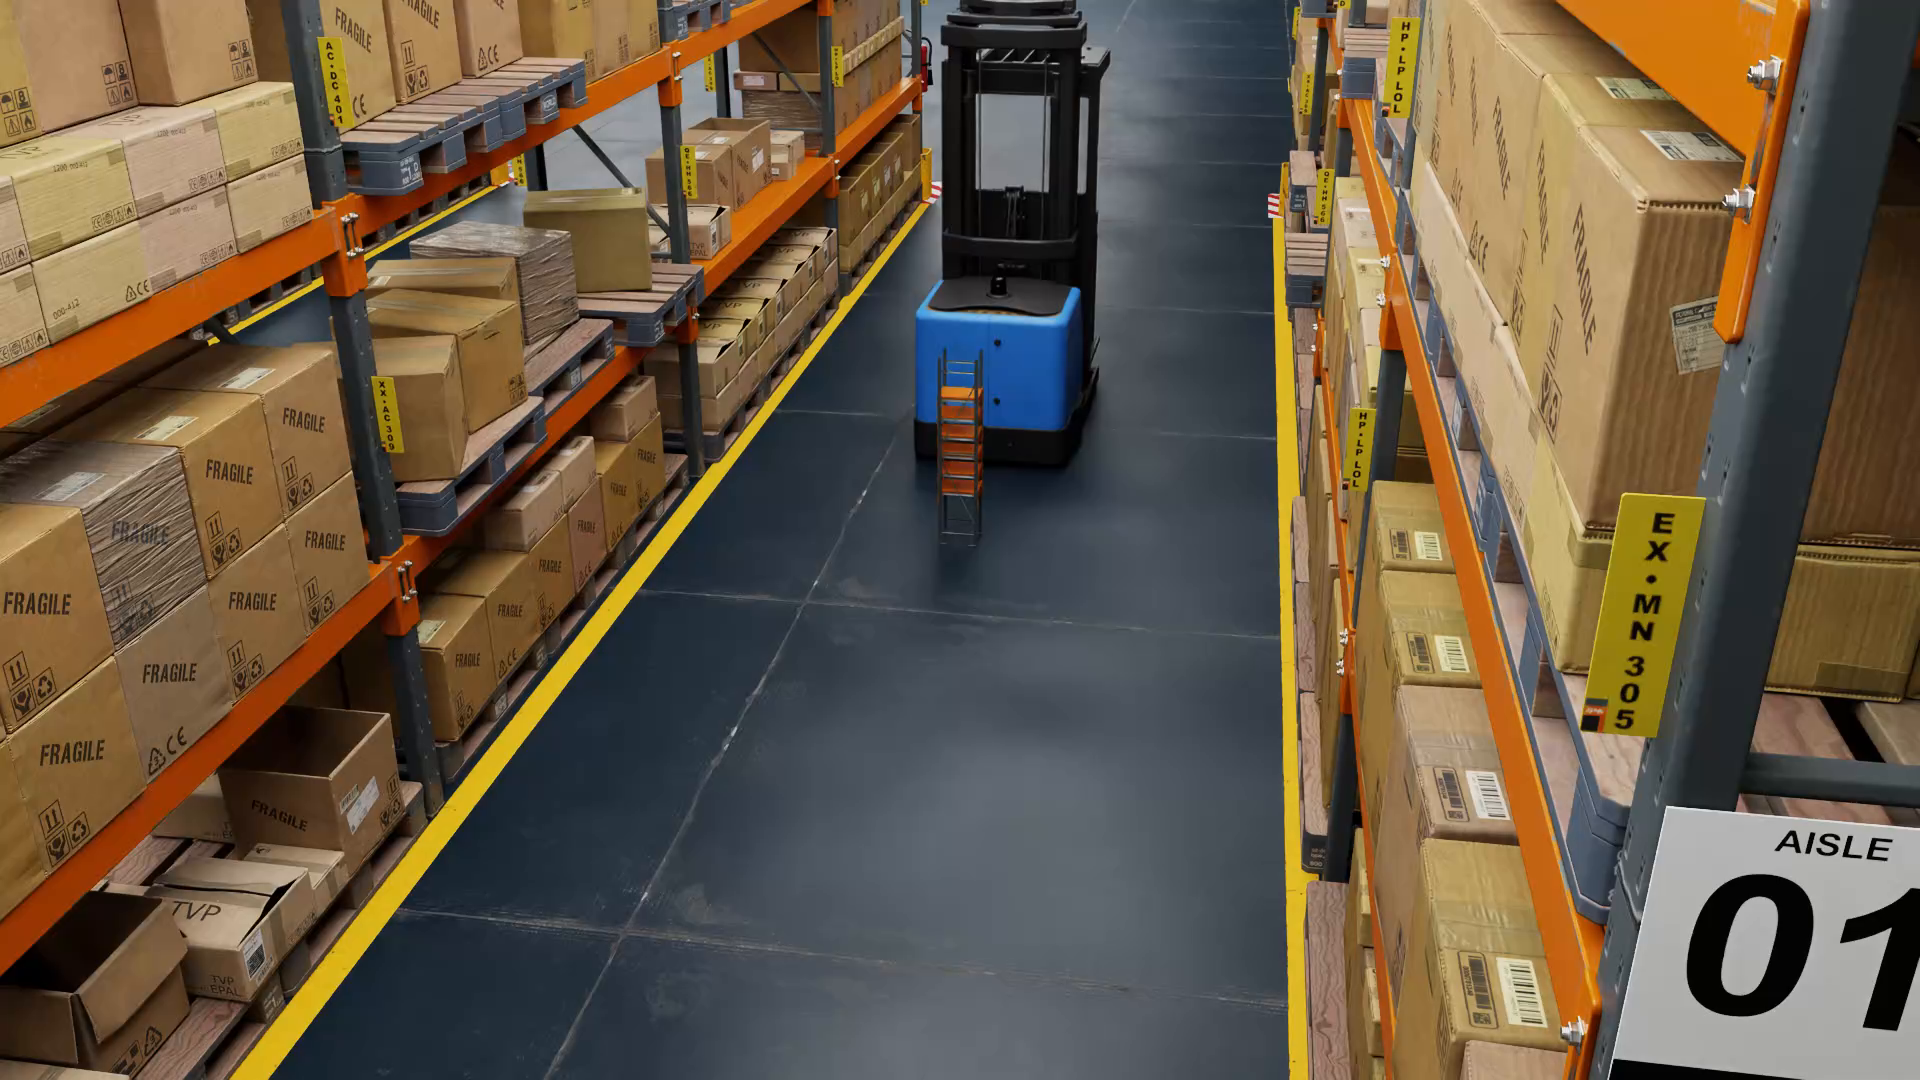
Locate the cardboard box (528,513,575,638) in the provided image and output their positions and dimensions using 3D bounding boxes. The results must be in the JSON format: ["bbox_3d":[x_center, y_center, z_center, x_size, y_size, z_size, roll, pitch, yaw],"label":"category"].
[{"bbox_3d":[-2.388,0.164,8.792,0.500,0.500,0.500,4,25,9],"label":"cardboard box"}]

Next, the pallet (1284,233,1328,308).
[{"bbox_3d":[2.681,-1.701,10.573,1.213,0.211,1.003,4,25,9],"label":"pallet"}]

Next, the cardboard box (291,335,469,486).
[{"bbox_3d":[-2.574,-0.570,7.315,0.700,0.500,0.500,-4,25,-9],"label":"cardboard box"}]

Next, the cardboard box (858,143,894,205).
[{"bbox_3d":[-0.937,-3.582,16.227,0.500,0.500,0.500,4,25,9],"label":"cardboard box"}]

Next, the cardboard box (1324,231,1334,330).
[{"bbox_3d":[2.337,-1.486,9.395,0.500,0.500,0.500,5,26,10],"label":"cardboard box"}]

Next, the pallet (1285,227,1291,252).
[{"bbox_3d":[3.595,-2.688,15.743,1.003,0.211,1.213,4,25,9],"label":"pallet"}]

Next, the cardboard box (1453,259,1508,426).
[{"bbox_3d":[1.384,-0.423,3.642,0.500,0.250,0.500,3,25,7],"label":"cardboard box"}]

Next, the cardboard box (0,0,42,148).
[{"bbox_3d":[-3.211,-1.393,4.853,0.700,0.500,0.500,4,25,9],"label":"cardboard box"}]

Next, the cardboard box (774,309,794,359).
[{"bbox_3d":[-1.599,-1.611,12.901,0.500,0.250,0.500,5,25,10],"label":"cardboard box"}]

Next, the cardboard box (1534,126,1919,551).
[{"bbox_3d":[1.212,-0.328,2.553,0.500,0.500,0.500,4,25,8],"label":"cardboard box"}]

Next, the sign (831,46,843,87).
[{"bbox_3d":[-1.028,-3.952,13.883,0.100,0.325,0.005,4,25,9],"label":"sign"}]

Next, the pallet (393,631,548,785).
[{"bbox_3d":[-2.777,0.769,8.359,1.003,0.211,1.213,4,25,9],"label":"pallet"}]

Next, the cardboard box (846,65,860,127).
[{"bbox_3d":[-1.333,-4.159,15.480,0.700,0.500,0.500,4,25,9],"label":"cardboard box"}]

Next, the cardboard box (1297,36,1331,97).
[{"bbox_3d":[3.348,-4.292,15.150,0.500,0.500,0.500,5,26,10],"label":"cardboard box"}]

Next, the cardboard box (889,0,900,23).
[{"bbox_3d":[-1.009,-5.587,16.999,0.700,0.500,0.500,4,25,9],"label":"cardboard box"}]

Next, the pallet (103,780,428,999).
[{"bbox_3d":[-2.985,1.399,7.013,1.003,0.211,1.213,4,25,9],"label":"pallet"}]

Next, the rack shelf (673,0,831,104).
[{"bbox_3d":[-1.892,-3.694,11.913,1.077,0.370,4.000,4,25,9],"label":"rack shelf"}]

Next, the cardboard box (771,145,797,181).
[{"bbox_3d":[-1.527,-3.056,13.399,0.396,0.266,0.258,3,25,7],"label":"cardboard box"}]

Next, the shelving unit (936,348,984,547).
[{"bbox_3d":[0.002,-0.549,10.009,0.258,1.200,0.189,4,25,9],"label":"shelving unit"}]

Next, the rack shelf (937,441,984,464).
[{"bbox_3d":[0.002,-0.509,10.027,0.258,0.103,0.180,4,25,9],"label":"rack shelf"}]

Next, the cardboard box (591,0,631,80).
[{"bbox_3d":[-2.340,-2.830,9.102,0.910,0.500,0.500,4,25,9],"label":"cardboard box"}]

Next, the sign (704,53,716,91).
[{"bbox_3d":[-2.113,-3.963,14.064,0.100,0.325,0.005,4,25,9],"label":"sign"}]

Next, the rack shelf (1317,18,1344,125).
[{"bbox_3d":[2.996,-3.352,11.183,1.077,0.370,4.000,4,25,9],"label":"rack shelf"}]

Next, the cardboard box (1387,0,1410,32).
[{"bbox_3d":[2.648,-2.883,8.696,0.700,0.500,0.500,2,25,4],"label":"cardboard box"}]

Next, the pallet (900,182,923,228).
[{"bbox_3d":[-0.995,-3.585,17.659,1.003,0.211,1.213,4,25,9],"label":"pallet"}]

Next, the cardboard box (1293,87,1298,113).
[{"bbox_3d":[3.424,-4.157,15.746,0.500,0.250,0.500,4,25,8],"label":"cardboard box"}]

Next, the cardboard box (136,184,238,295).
[{"bbox_3d":[-2.782,-1.012,5.512,0.500,0.250,0.500,4,25,9],"label":"cardboard box"}]

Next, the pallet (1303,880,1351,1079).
[{"bbox_3d":[1.814,1.766,6.229,1.003,0.211,1.213,4,25,9],"label":"pallet"}]

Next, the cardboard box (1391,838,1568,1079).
[{"bbox_3d":[1.543,1.208,3.777,0.980,0.700,0.700,4,25,8],"label":"cardboard box"}]

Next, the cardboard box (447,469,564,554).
[{"bbox_3d":[-2.389,-0.162,8.603,0.500,0.250,0.500,4,25,9],"label":"cardboard box"}]

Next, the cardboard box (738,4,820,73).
[{"bbox_3d":[-1.499,-4.316,14.285,0.700,0.500,0.500,4,25,9],"label":"cardboard box"}]

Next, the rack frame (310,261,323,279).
[{"bbox_3d":[-6.451,-3.842,14.920,1.000,3.000,0.127,4,25,9],"label":"rack frame"}]

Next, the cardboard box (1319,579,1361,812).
[{"bbox_3d":[1.993,0.693,7.272,0.750,0.750,0.750,4,25,9],"label":"cardboard box"}]

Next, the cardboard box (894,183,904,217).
[{"bbox_3d":[-0.857,-3.451,16.833,0.500,0.250,0.500,4,25,9],"label":"cardboard box"}]

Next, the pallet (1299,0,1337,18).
[{"bbox_3d":[2.950,-3.744,11.395,1.213,0.211,1.003,4,25,9],"label":"pallet"}]

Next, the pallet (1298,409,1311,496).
[{"bbox_3d":[2.798,-0.547,11.169,1.003,0.211,1.213,4,25,9],"label":"pallet"}]

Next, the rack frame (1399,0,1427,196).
[{"bbox_3d":[2.015,-2.527,5.034,1.000,3.000,0.127,4,25,9],"label":"rack frame"}]

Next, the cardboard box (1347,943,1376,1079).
[{"bbox_3d":[1.707,1.648,5.645,0.700,0.500,0.500,4,25,8],"label":"cardboard box"}]

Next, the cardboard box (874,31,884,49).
[{"bbox_3d":[-0.954,-4.905,16.308,0.380,0.149,0.250,5,26,10],"label":"cardboard box"}]

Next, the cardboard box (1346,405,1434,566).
[{"bbox_3d":[1.842,-0.209,6.667,0.500,0.500,0.500,4,25,8],"label":"cardboard box"}]

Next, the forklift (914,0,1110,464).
[{"bbox_3d":[0.460,-2.433,11.990,1.130,2.935,3.031,4,25,9],"label":"forklift"}]

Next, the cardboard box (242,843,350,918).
[{"bbox_3d":[-2.688,1.359,6.652,0.380,0.149,0.250,4,25,9],"label":"cardboard box"}]

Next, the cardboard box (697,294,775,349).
[{"bbox_3d":[-1.680,-1.655,12.335,0.500,0.311,0.500,3,25,7],"label":"cardboard box"}]

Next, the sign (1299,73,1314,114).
[{"bbox_3d":[2.786,-3.582,13.344,0.100,0.325,0.005,4,25,9],"label":"sign"}]

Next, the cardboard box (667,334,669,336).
[{"bbox_3d":[-2.297,-1.477,11.954,0.500,0.311,0.500,4,25,8],"label":"cardboard box"}]

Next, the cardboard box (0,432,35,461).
[{"bbox_3d":[-3.395,-0.041,5.503,0.500,0.500,0.500,3,25,7],"label":"cardboard box"}]

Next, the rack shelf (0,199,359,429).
[{"bbox_3d":[-3.199,-0.348,4.765,1.077,0.370,4.000,4,25,9],"label":"rack shelf"}]

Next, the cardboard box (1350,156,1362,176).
[{"bbox_3d":[2.801,-2.160,10.690,0.700,0.500,0.500,2,25,4],"label":"cardboard box"}]

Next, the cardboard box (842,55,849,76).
[{"bbox_3d":[-1.207,-4.258,14.926,0.380,0.149,0.250,4,25,8],"label":"cardboard box"}]

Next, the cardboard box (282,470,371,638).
[{"bbox_3d":[-2.701,0.030,6.530,0.500,0.500,0.500,4,25,9],"label":"cardboard box"}]
